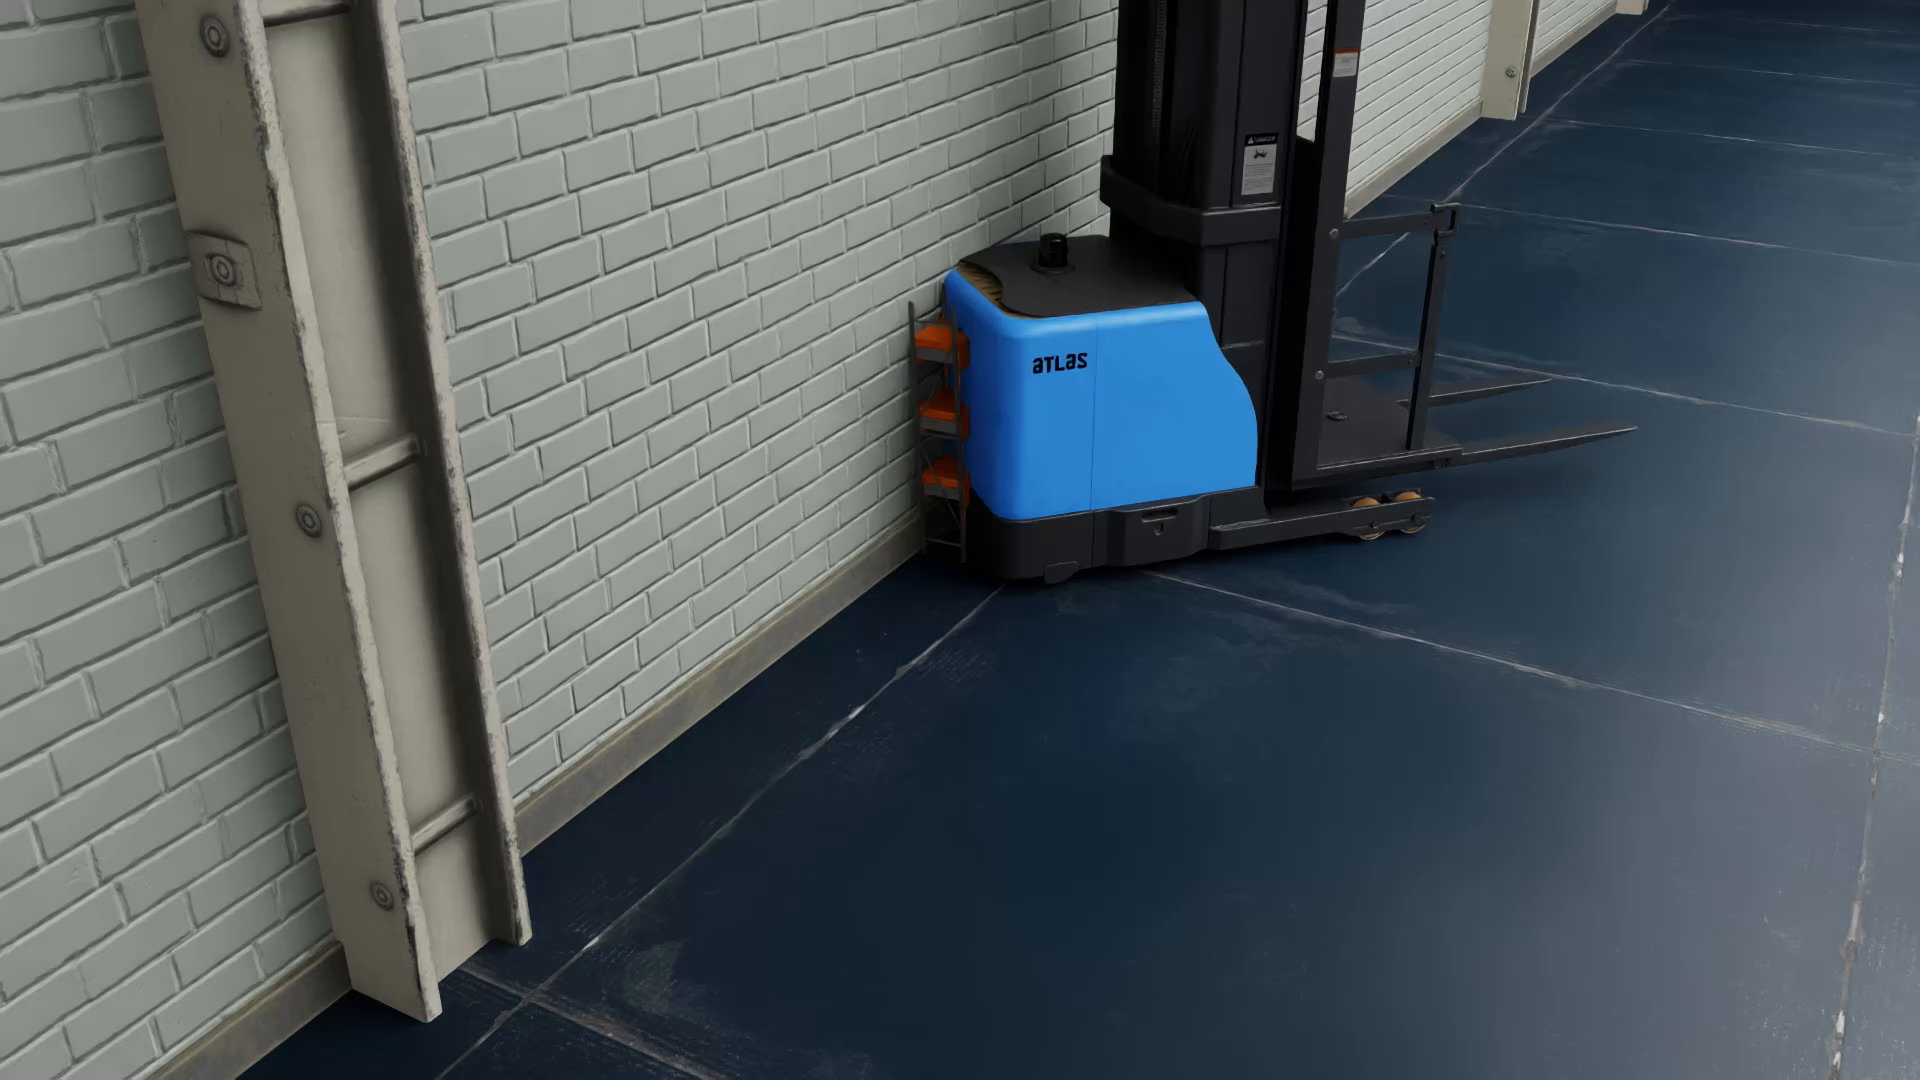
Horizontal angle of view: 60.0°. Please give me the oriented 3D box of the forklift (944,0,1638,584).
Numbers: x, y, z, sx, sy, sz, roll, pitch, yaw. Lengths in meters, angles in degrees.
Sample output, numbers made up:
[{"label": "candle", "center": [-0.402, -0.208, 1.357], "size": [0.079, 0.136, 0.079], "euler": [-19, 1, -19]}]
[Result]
[{"label": "forklift", "center": [1.412, -1.525, 6.523], "size": [3.031, 2.935, 1.130], "euler": [-9, 28, -17]}]

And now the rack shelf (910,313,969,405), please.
[{"label": "rack shelf", "center": [-0.034, -0.691, 6.332], "size": [0.215, 0.259, 0.240], "euler": [12, 30, 27]}]

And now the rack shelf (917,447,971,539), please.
[{"label": "rack shelf", "center": [-0.012, -0.188, 6.582], "size": [0.215, 0.259, 0.240], "euler": [12, 30, 27]}]

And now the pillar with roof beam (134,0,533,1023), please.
[{"label": "pillar with roof beam", "center": [2.345, -1.945, 0.583], "size": [9.100, 9.000, 0.400], "euler": [14, 30, 26]}]

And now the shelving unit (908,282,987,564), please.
[{"label": "shelving unit", "center": [-0.023, -0.446, 6.454], "size": [0.215, 1.050, 0.252], "euler": [12, 30, 27]}]

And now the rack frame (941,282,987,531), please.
[{"label": "rack frame", "center": [0.038, -0.496, 6.548], "size": [0.200, 1.050, 0.008], "euler": [12, 30, 27]}]

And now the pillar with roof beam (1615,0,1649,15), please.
[{"label": "pillar with roof beam", "center": [11.200, -8.960, 14.596], "size": [9.100, 9.000, 0.400], "euler": [14, 30, 26]}]

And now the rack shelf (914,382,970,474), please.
[{"label": "rack shelf", "center": [-0.023, -0.437, 6.459], "size": [0.215, 0.259, 0.240], "euler": [12, 30, 27]}]

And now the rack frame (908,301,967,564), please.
[{"label": "rack frame", "center": [-0.083, -0.397, 6.360], "size": [0.200, 1.050, 0.008], "euler": [12, 30, 27]}]

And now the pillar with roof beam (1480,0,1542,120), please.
[{"label": "pillar with roof beam", "center": [8.248, -6.622, 9.925], "size": [9.100, 9.000, 0.400], "euler": [14, 30, 26]}]
